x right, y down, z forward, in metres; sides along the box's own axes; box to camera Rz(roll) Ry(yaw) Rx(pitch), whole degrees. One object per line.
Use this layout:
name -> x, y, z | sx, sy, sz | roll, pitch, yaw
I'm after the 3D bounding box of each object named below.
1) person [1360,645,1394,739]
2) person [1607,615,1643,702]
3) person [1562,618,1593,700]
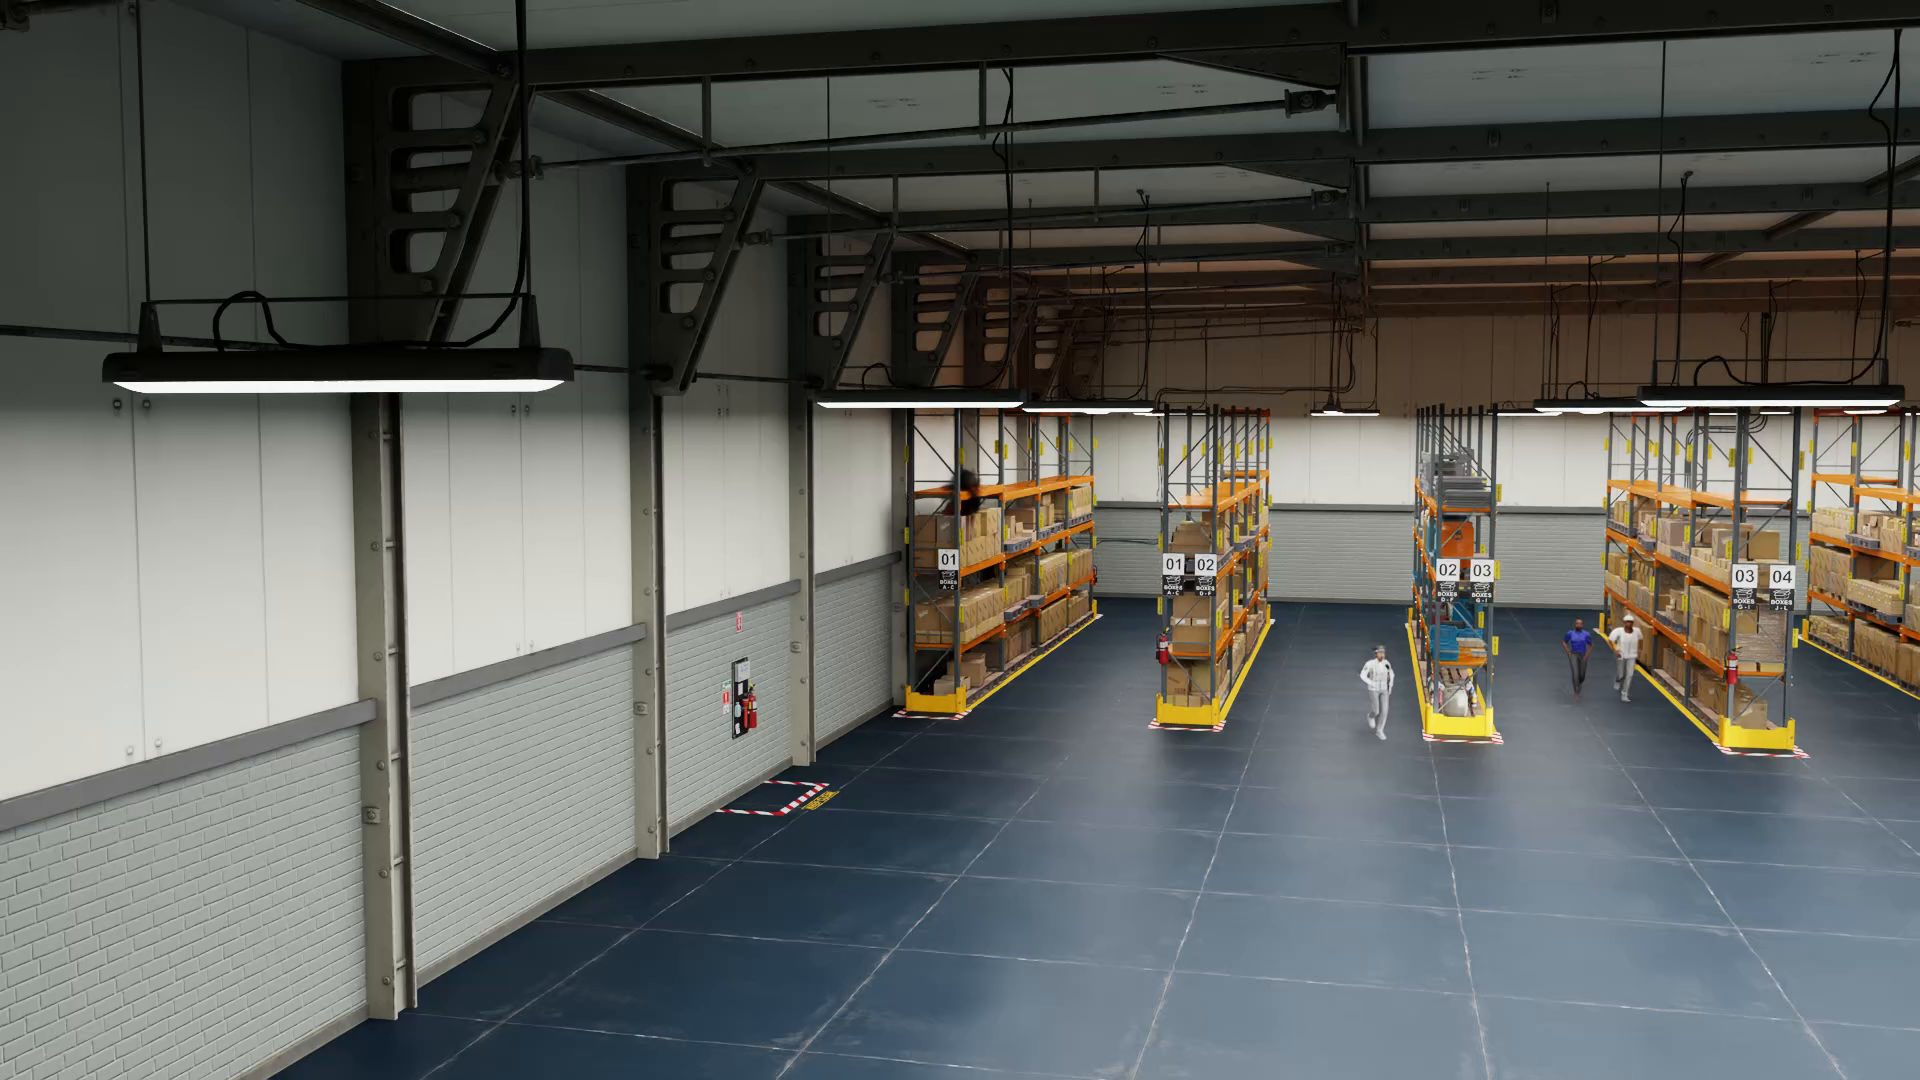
person -> 7.548, 2.719, 30.037 | 0.652, 1.680, 0.689 | 0, 4, -5
person -> 13.604, 2.390, 33.986 | 0.727, 1.750, 0.866 | 0, 4, 7
person -> 12.706, 2.423, 34.243 | 0.569, 1.640, 0.743 | 1, 4, 14
